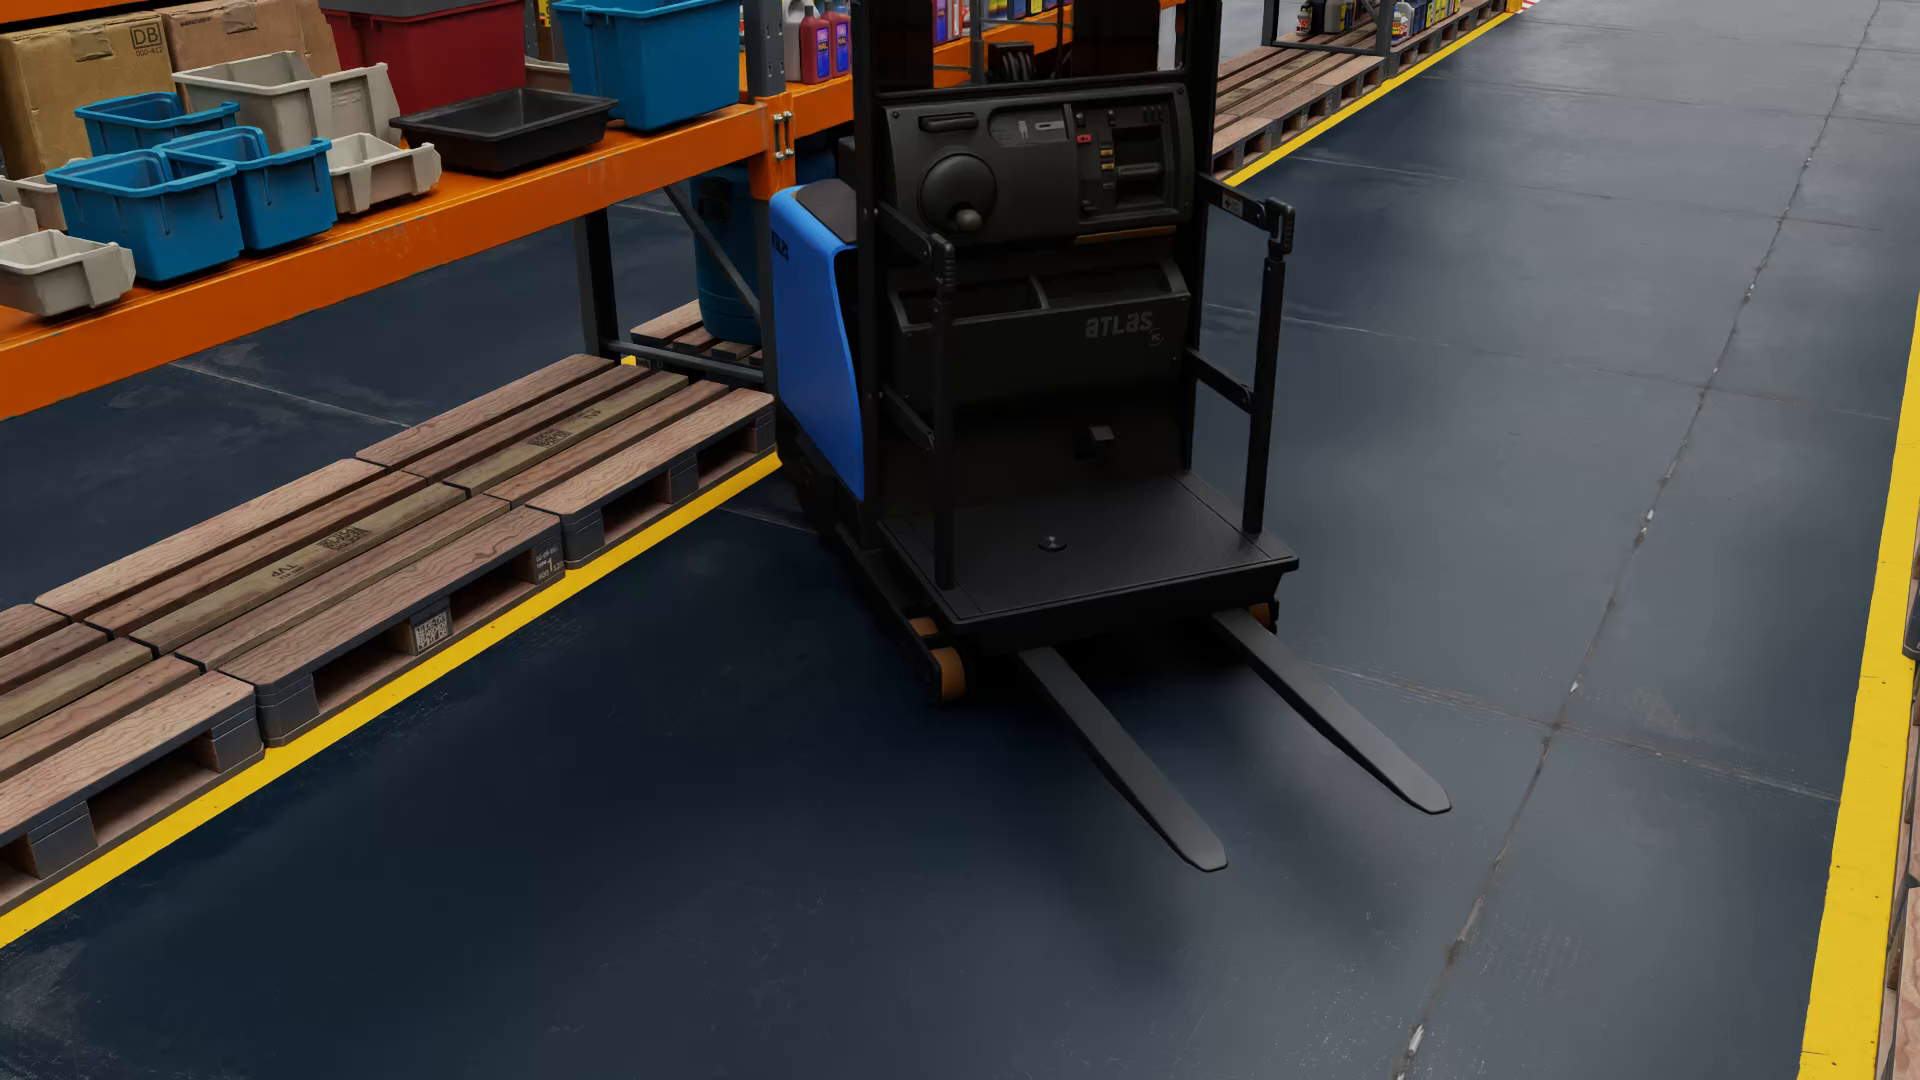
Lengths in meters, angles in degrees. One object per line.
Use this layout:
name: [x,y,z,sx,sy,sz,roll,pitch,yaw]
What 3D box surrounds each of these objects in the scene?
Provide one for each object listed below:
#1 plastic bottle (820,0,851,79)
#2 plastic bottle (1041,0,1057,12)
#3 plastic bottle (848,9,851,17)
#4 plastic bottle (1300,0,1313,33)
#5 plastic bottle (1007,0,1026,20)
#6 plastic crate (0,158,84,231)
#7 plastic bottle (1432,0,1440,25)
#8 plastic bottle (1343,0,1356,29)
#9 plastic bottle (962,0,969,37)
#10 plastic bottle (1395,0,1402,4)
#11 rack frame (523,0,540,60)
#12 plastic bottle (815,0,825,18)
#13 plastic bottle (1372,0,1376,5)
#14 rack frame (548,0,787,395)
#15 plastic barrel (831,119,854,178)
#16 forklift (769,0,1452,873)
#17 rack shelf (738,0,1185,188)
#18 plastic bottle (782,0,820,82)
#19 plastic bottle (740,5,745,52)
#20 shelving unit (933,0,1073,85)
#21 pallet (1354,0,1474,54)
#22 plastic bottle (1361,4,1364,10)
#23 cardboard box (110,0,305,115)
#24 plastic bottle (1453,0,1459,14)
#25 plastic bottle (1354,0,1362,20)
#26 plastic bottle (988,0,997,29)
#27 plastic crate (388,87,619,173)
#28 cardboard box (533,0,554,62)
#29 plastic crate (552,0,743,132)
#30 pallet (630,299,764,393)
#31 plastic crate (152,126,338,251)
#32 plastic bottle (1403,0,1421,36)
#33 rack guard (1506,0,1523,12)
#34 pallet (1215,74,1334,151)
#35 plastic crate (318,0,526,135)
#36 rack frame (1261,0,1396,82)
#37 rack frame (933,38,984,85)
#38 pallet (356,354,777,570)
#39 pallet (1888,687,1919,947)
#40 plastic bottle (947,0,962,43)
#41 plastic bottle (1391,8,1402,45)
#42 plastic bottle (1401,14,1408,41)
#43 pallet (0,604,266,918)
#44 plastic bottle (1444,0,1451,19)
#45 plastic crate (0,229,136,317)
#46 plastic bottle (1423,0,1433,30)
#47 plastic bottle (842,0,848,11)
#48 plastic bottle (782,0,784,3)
plastic bottle: [-0.478,-1.924,6.373,0.061,0.283,0.133,14,30,26]
plastic bottle: [0.368,-2.662,7.772,0.144,0.351,0.185,14,30,26]
plastic bottle: [-0.389,-2.005,6.549,0.097,0.271,0.097,0,27,0]
plastic bottle: [2.790,-4.235,13.402,0.061,0.283,0.133,16,31,29]
plastic bottle: [0.211,-2.538,7.524,0.144,0.351,0.185,14,30,26]
plastic crate: [-2.419,-0.926,4.476,0.298,0.136,0.250,14,30,26]
plastic bottle: [3.900,-4.467,13.791,0.144,0.351,0.185,14,30,26]
plastic bottle: [3.142,-4.338,13.616,0.152,0.276,0.135,14,30,26]
plastic bottle: [0.000,-2.283,7.181,0.097,0.201,0.097,0,27,0]
plastic bottle: [3.473,-4.260,13.377,0.144,0.351,0.185,14,30,26]
rack frame: [-3.440,-4.525,11.438,1.000,3.000,0.127,14,30,26]
plastic bottle: [-0.637,-2.361,7.259,0.097,0.271,0.097,0,27,0]
plastic bottle: [3.645,-4.890,14.725,0.097,0.271,0.097,0,27,0]
rack frame: [-1.095,-1.875,6.145,1.000,3.000,0.127,14,30,26]
plastic barrel: [-0.465,-1.609,7.488,0.600,0.901,0.708,14,30,26]
forklift: [0.320,-1.048,4.570,1.130,2.935,3.031,-10,28,-19]
rack shelf: [-0.111,-2.333,7.863,1.077,0.370,4.000,14,30,26]
plastic bottle: [-0.620,-1.935,6.319,0.144,0.351,0.185,14,30,26]
plastic bottle: [-0.885,-2.133,6.882,0.097,0.201,0.097,0,27,0]
shelving unit: [0.074,-1.366,6.789,0.538,1.500,1.048,10,28,22]
pallet: [3.806,-4.476,14.455,1.003,0.211,1.213,14,30,26]
plastic bottle: [3.476,-4.757,14.458,0.097,0.271,0.097,0,27,0]
cardboard box: [-4.671,-2.806,9.908,1.225,0.875,0.875,13,29,24]
plastic bottle: [4.244,-4.672,14.275,0.061,0.283,0.133,15,30,27]
plastic bottle: [3.336,-4.529,13.990,0.061,0.283,0.133,14,30,26]
plastic bottle: [0.115,-2.404,7.346,0.097,0.271,0.097,0,27,0]
plastic crate: [-1.412,-1.284,5.203,0.437,0.125,0.590,14,30,26]
cardboard box: [-3.128,-3.869,12.429,0.700,0.500,0.500,13,29,23]
plastic crate: [-1.028,-1.638,5.621,0.392,0.384,0.575,14,30,26]
pallet: [-0.680,-0.920,7.351,1.003,0.211,1.213,14,30,26]
plastic crate: [-1.860,-0.922,4.361,0.416,0.233,0.300,14,30,26]
plastic bottle: [3.599,-4.228,13.313,0.144,0.351,0.185,15,30,27]
rack guard: [4.811,-5.394,15.967,1.175,0.500,0.348,14,30,26]
pallet: [1.888,-2.954,11.415,1.003,0.211,1.213,14,30,26]
plastic crate: [-1.753,-1.638,5.532,0.402,0.464,0.583,14,30,26]
rack frame: [2.840,-4.993,12.373,1.000,3.000,0.127,14,30,26]
rack frame: [-0.136,-1.158,6.375,0.500,1.500,0.032,10,28,22]
pallet: [-1.423,-0.333,6.179,1.003,0.211,1.213,14,30,26]
pallet: [2.877,0.732,4.053,1.003,0.211,1.213,14,30,26]
plastic bottle: [-0.080,-2.277,7.086,0.152,0.276,0.135,14,30,26]
plastic bottle: [3.379,-3.997,12.941,0.097,0.271,0.097,0,27,0]
plastic bottle: [3.479,-4.045,13.115,0.097,0.201,0.097,0,27,0]
pallet: [-2.624,0.618,4.280,1.003,0.211,1.213,14,30,26]
plastic bottle: [4.070,-4.572,14.084,0.152,0.276,0.135,13,30,25]
plastic crate: [-2.091,-0.620,3.865,0.250,0.136,0.298,14,30,26]
plastic bottle: [3.809,-4.327,13.586,0.061,0.283,0.133,16,31,28]
plastic bottle: [-0.575,-2.526,7.584,0.152,0.276,0.135,14,30,26]
plastic bottle: [-0.803,-2.252,6.952,0.144,0.351,0.185,14,30,26]
